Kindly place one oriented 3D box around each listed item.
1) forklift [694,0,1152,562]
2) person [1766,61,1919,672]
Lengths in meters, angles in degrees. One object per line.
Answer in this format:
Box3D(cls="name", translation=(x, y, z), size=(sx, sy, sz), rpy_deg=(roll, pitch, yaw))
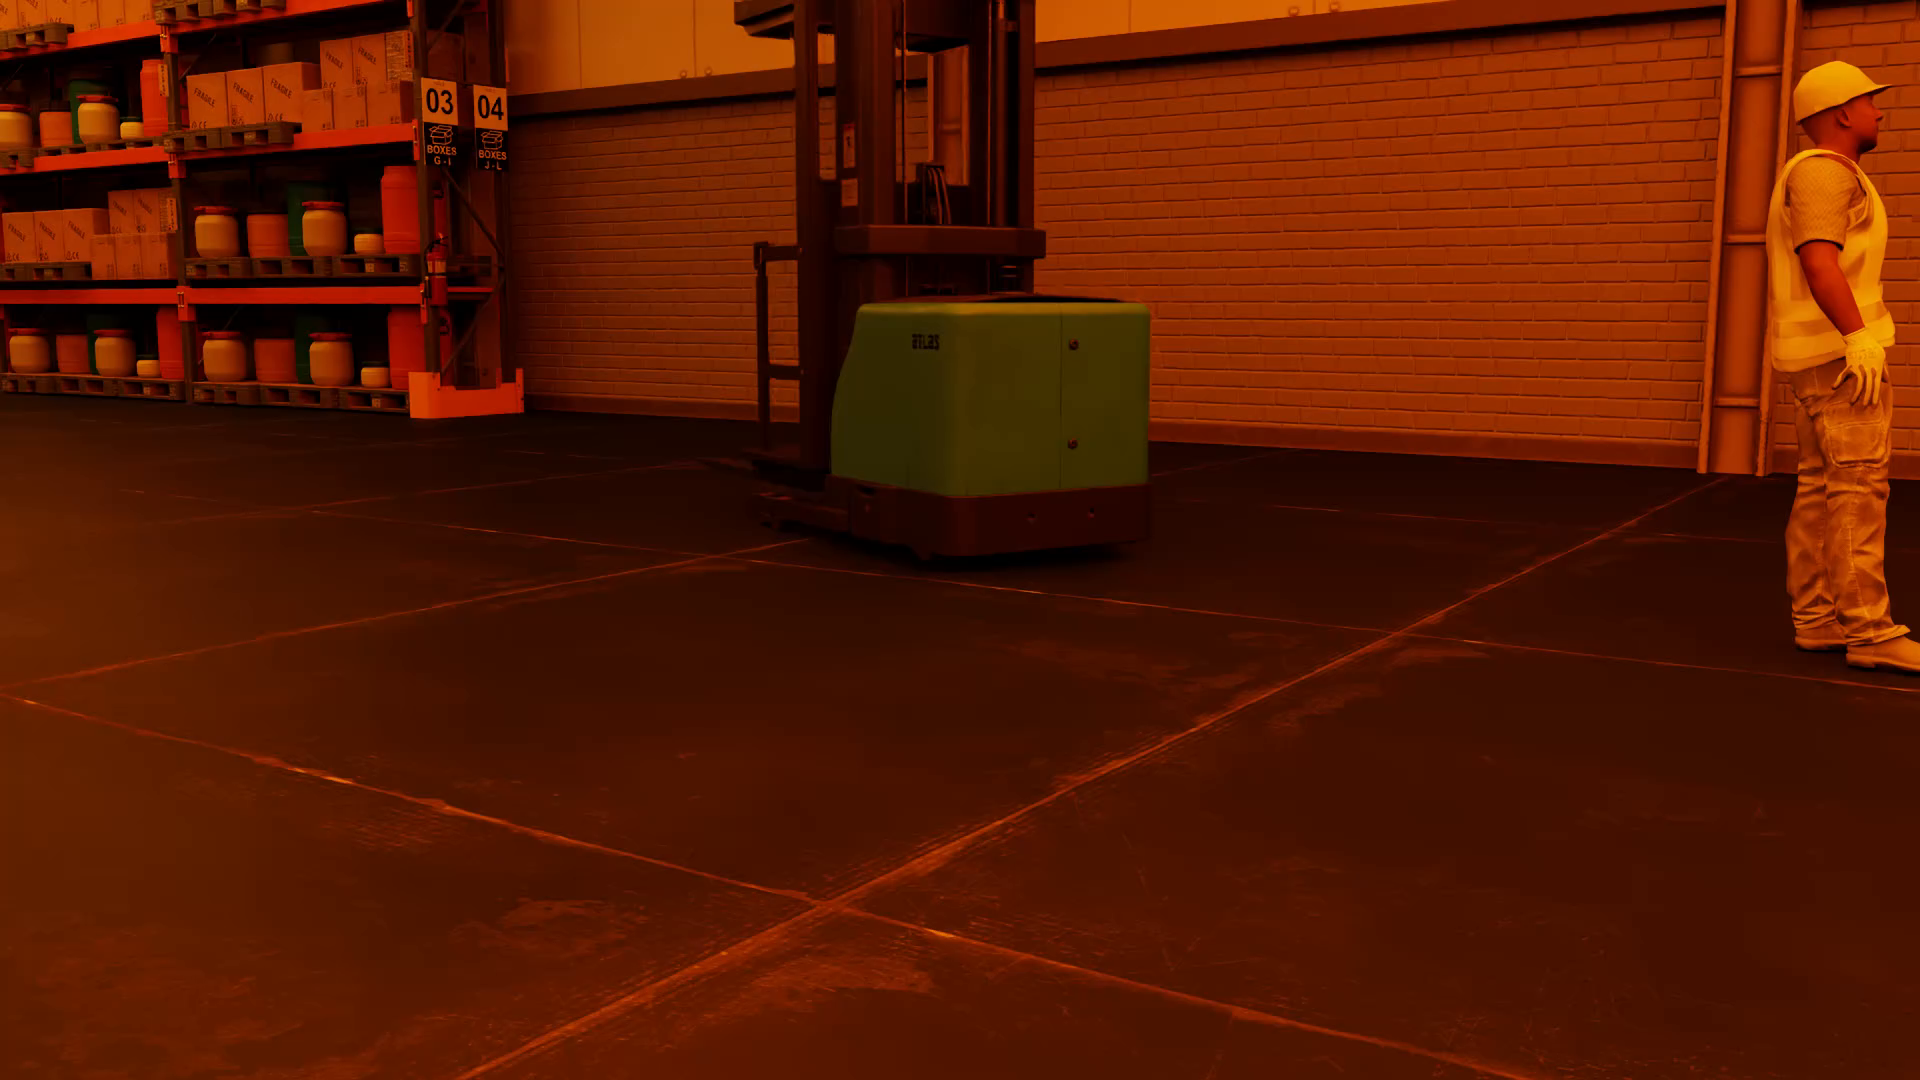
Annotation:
Box3D(cls="forklift", translation=(-0.387, -1.528, 7.937), size=(1.130, 2.935, 3.031), rpy_deg=(-5, 10, -32))
Box3D(cls="person", translation=(2.727, -0.541, 5.021), size=(0.577, 1.782, 0.656), rpy_deg=(3, 9, 21))
